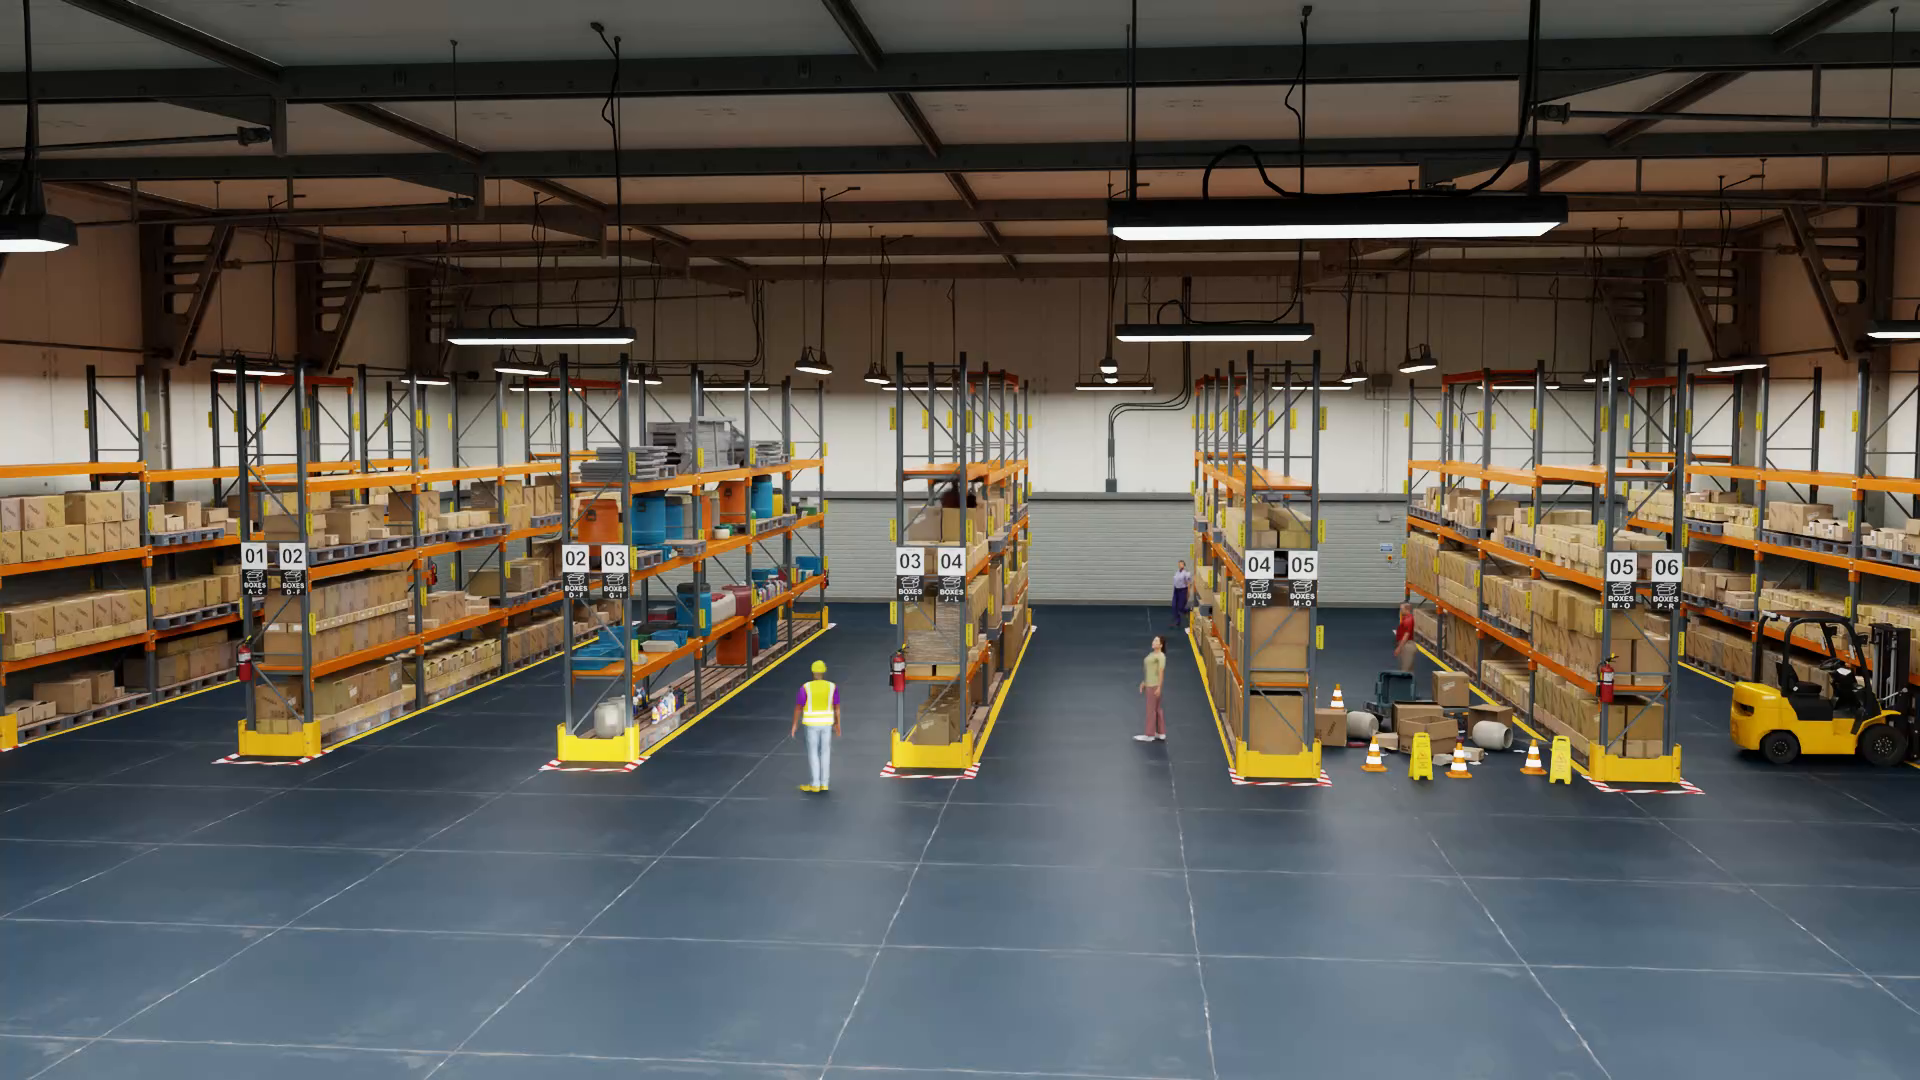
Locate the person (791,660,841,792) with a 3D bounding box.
[{"bbox_3d":[-1.944,2.526,22.527,0.682,1.796,0.381,-1,4,-16],"label":"person"}]

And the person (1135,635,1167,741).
[{"bbox_3d":[3.005,2.318,26.165,0.493,1.651,0.469,0,4,3],"label":"person"}]

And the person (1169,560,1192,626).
[{"bbox_3d":[5.414,1.296,40.604,0.611,1.615,0.529,-2,5,-27],"label":"person"}]

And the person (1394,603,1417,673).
[{"bbox_3d":[8.058,2.003,30.061,0.389,1.738,0.561,2,4,24],"label":"person"}]
